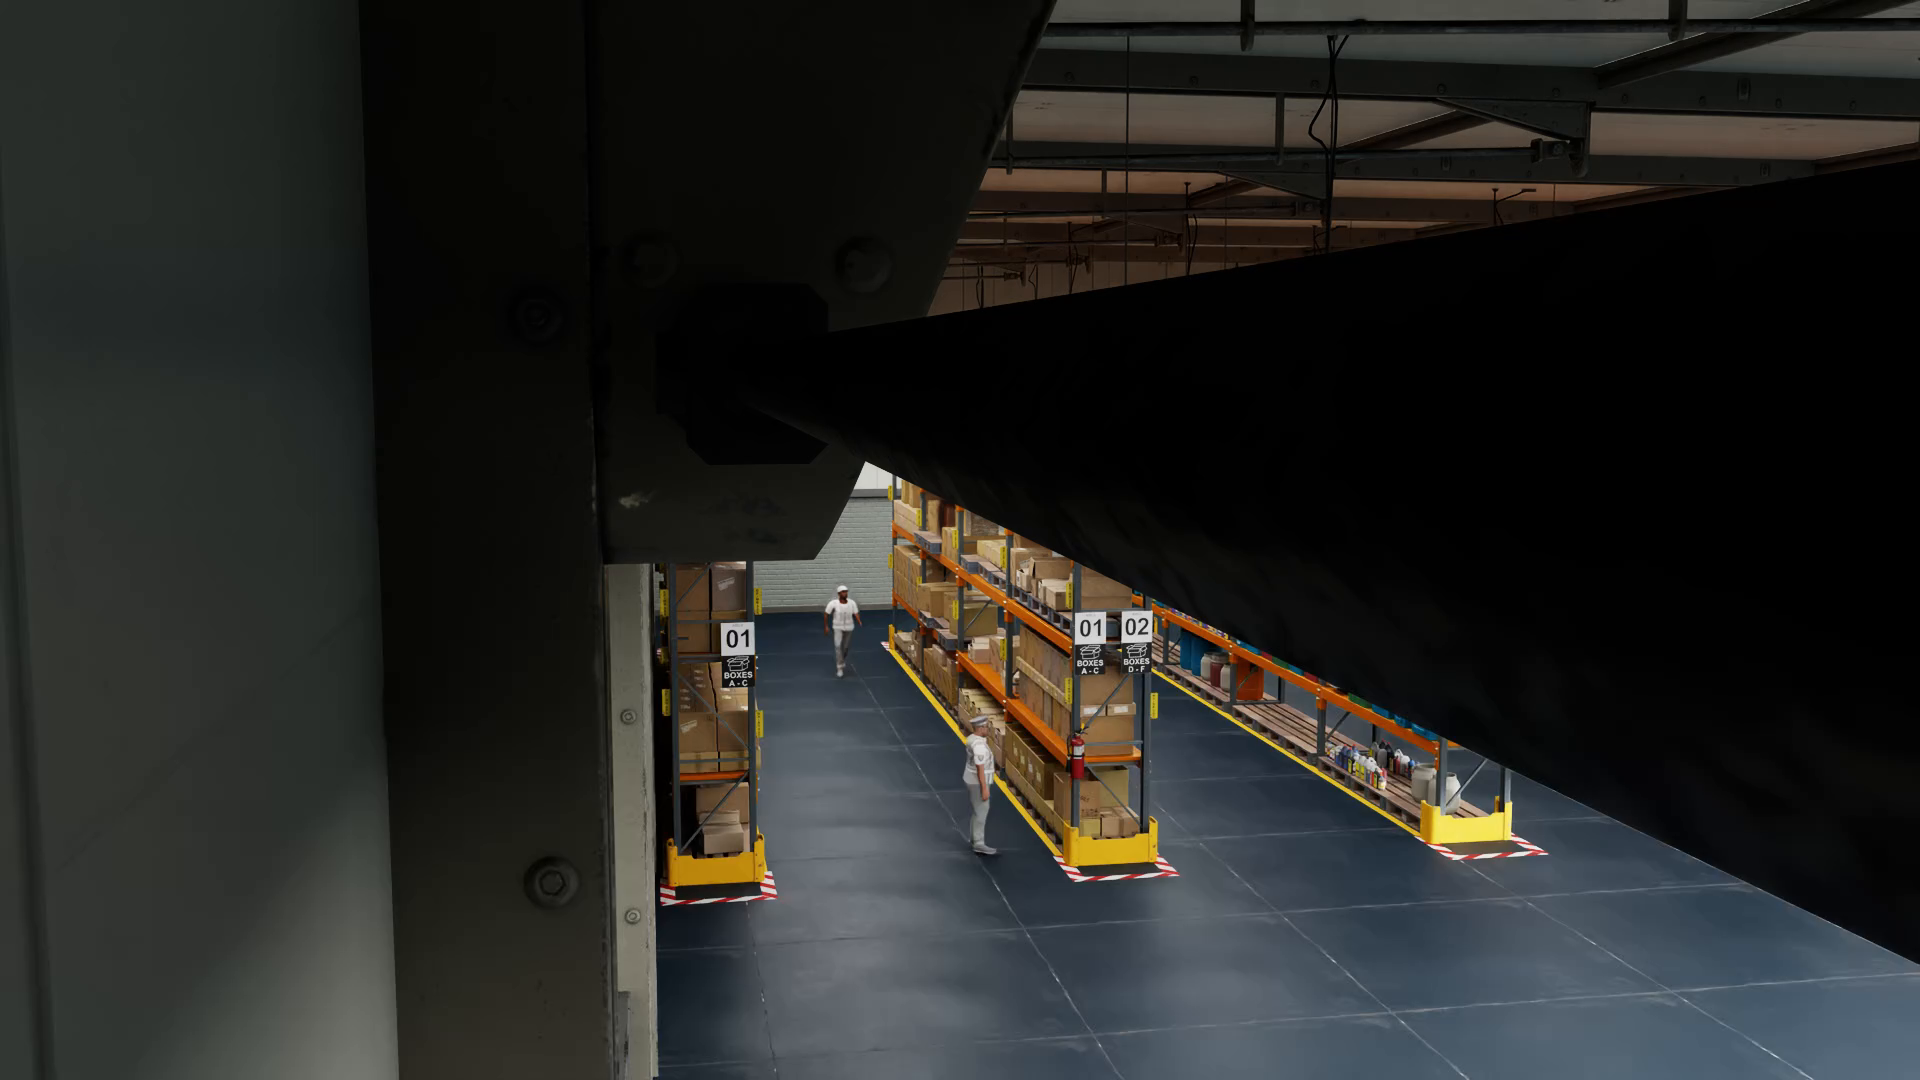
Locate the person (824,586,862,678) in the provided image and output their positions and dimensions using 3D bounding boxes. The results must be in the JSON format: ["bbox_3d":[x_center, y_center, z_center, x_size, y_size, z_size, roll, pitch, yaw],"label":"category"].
[{"bbox_3d":[-2.327,1.773,32.997,0.727,1.745,1.003,-1,6,-10],"label":"person"}]

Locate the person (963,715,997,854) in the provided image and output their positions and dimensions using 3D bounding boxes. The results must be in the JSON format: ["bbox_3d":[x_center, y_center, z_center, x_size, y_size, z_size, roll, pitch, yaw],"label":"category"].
[{"bbox_3d":[0.253,3.183,21.464,0.401,1.857,0.598,-1,6,-8],"label":"person"}]
